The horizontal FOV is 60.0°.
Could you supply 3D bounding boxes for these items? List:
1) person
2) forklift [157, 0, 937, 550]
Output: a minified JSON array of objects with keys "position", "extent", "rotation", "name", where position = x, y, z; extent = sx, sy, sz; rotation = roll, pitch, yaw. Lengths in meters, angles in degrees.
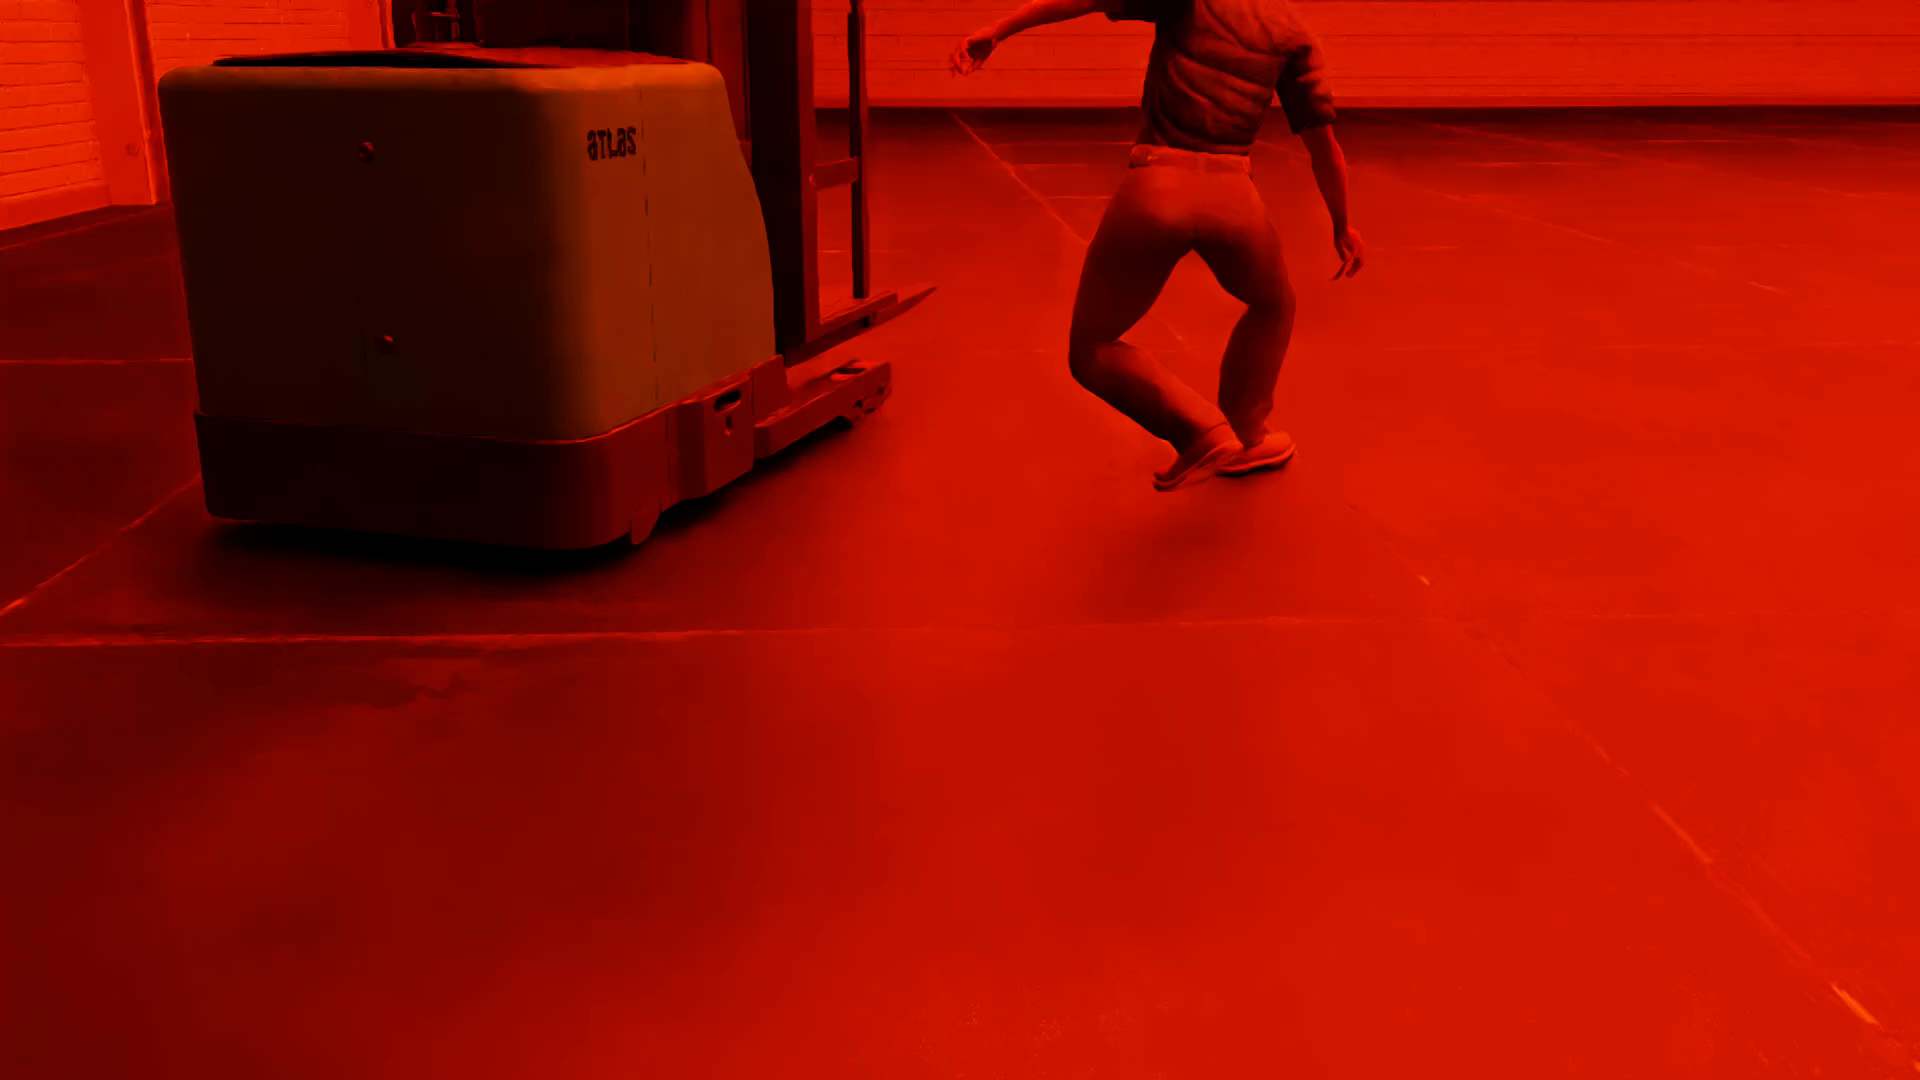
[{"position":[0.504,-0.805,4.101],"extent":[1.096,1.423,0.693],"rotation":[-2,17,-5],"name":"person"},{"position":[-0.852,-1.770,4.695],"extent":[1.130,2.935,3.031],"rotation":[5,18,16],"name":"forklift"}]
